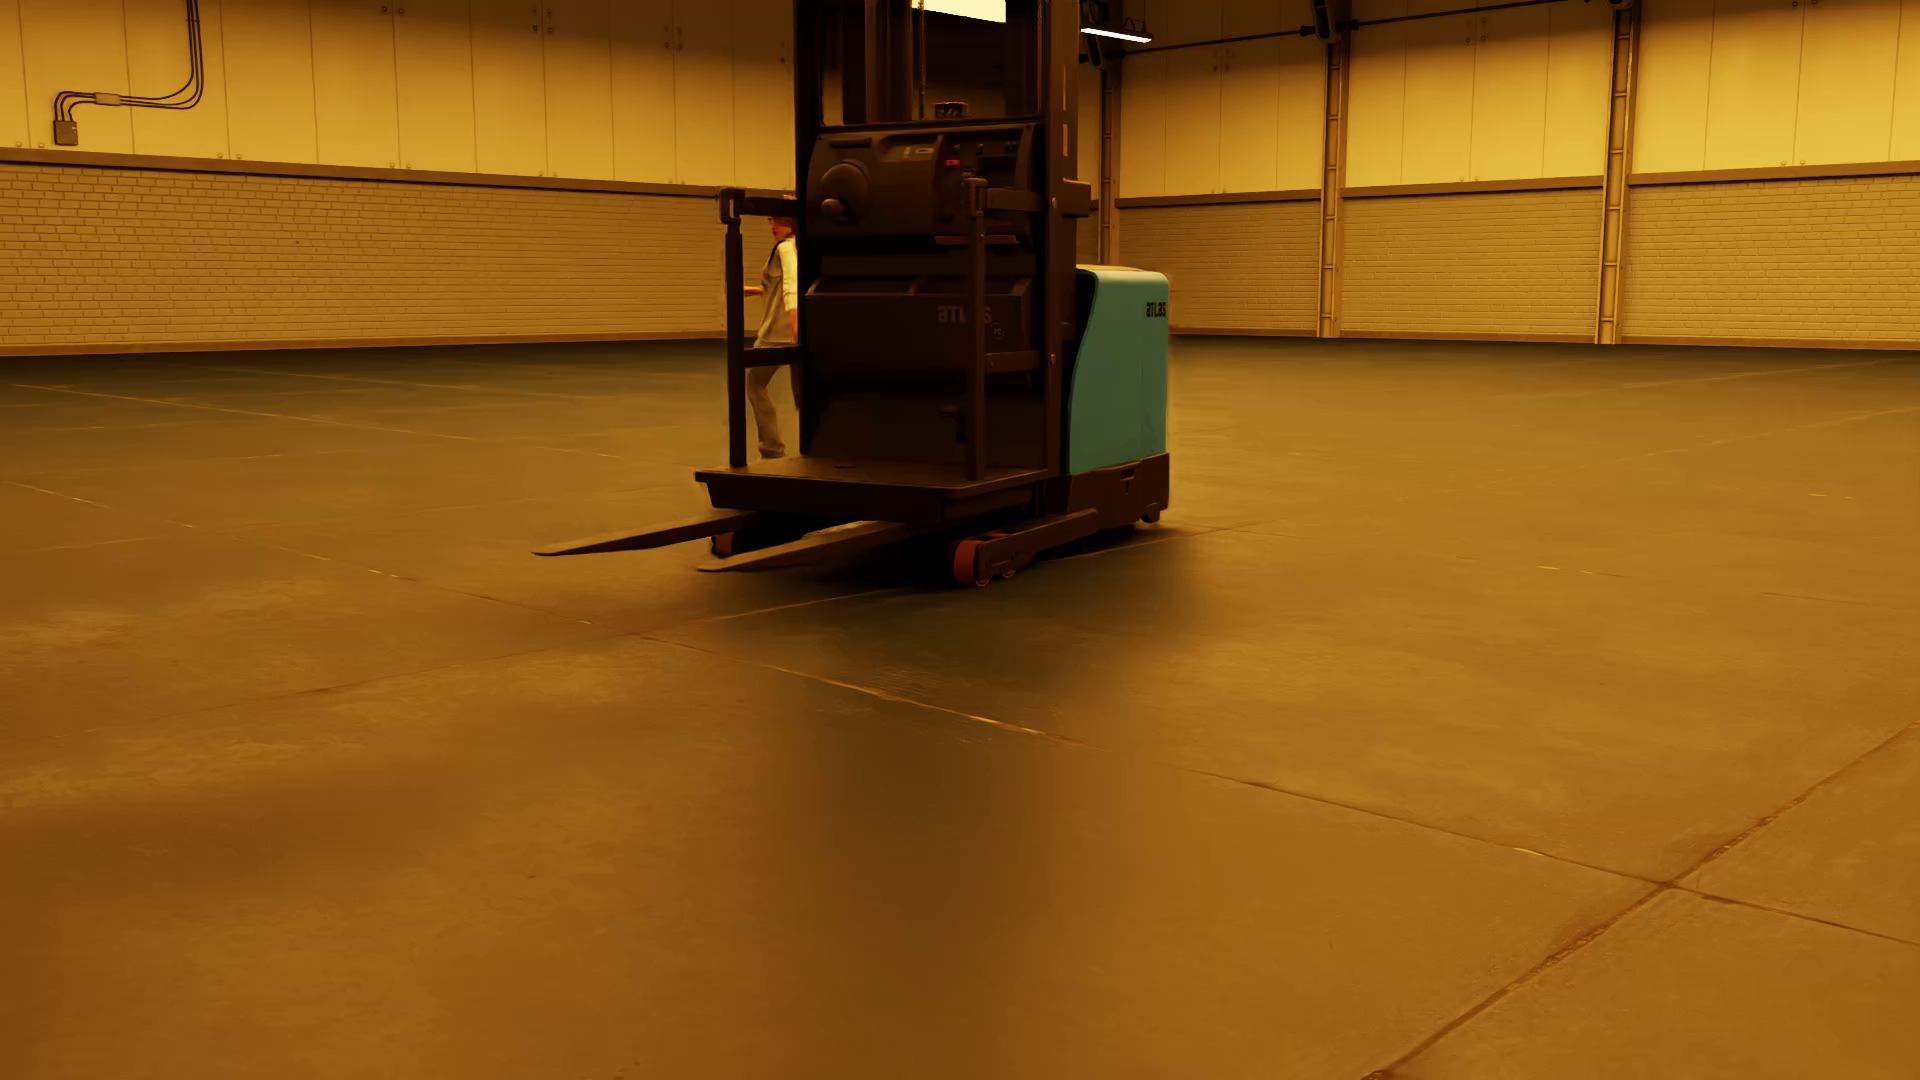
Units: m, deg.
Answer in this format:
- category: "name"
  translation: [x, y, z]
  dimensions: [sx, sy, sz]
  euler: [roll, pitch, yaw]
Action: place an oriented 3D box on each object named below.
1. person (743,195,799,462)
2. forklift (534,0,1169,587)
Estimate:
- category: "person"
  translation: [-0.932, -1.102, 9.053]
  dimensions: [0.759, 1.516, 0.451]
  euler: [8, 12, 44]
- category: "forklift"
  translation: [-0.254, -1.364, 5.933]
  dimensions: [1.130, 2.935, 3.031]
  euler: [5, 10, 28]
